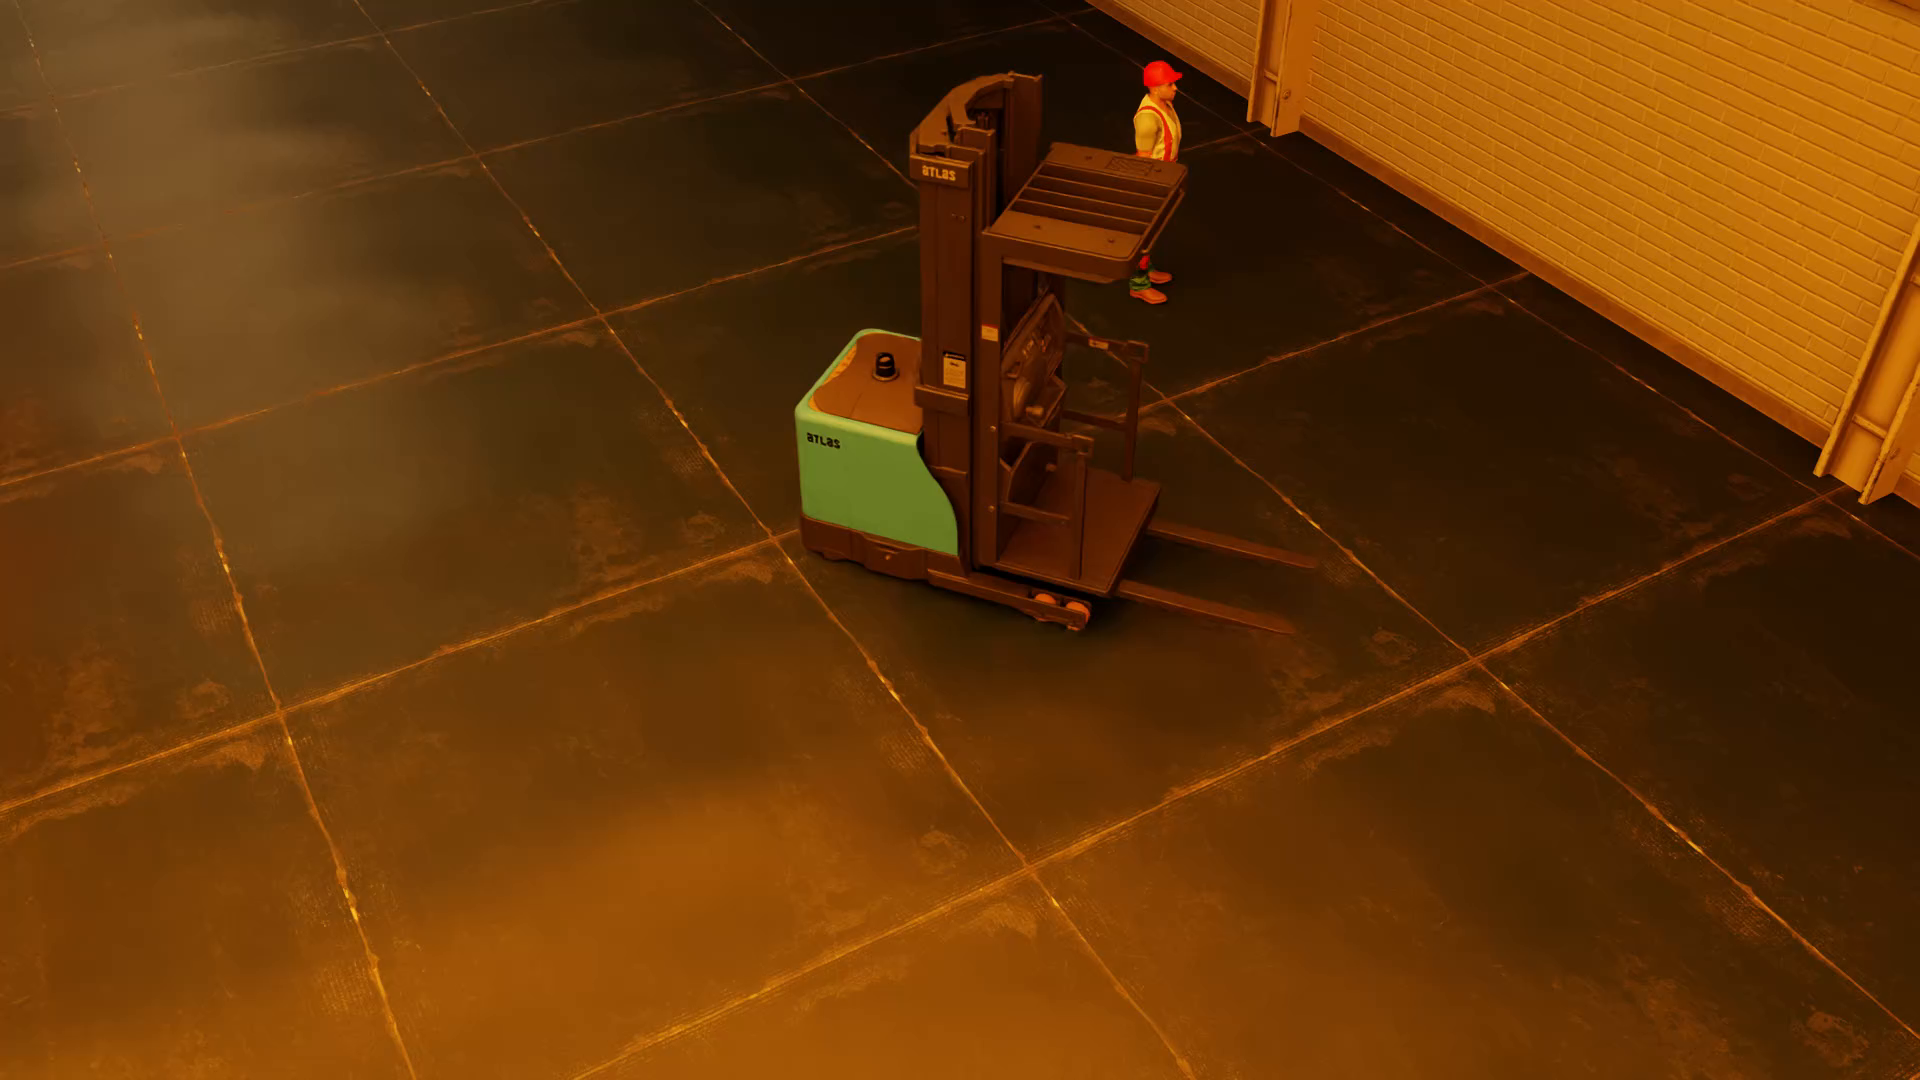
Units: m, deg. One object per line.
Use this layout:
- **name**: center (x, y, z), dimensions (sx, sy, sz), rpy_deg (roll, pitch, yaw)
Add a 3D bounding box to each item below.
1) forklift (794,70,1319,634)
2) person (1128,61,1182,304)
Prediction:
- **forklift**: center (0.595, -0.989, 9.228), dimensions (3.031, 2.935, 1.130), rpy_deg (14, 42, 17)
- **person**: center (1.428, -2.618, 12.087), dimensions (0.366, 1.796, 0.525), rpy_deg (10, 41, 12)
